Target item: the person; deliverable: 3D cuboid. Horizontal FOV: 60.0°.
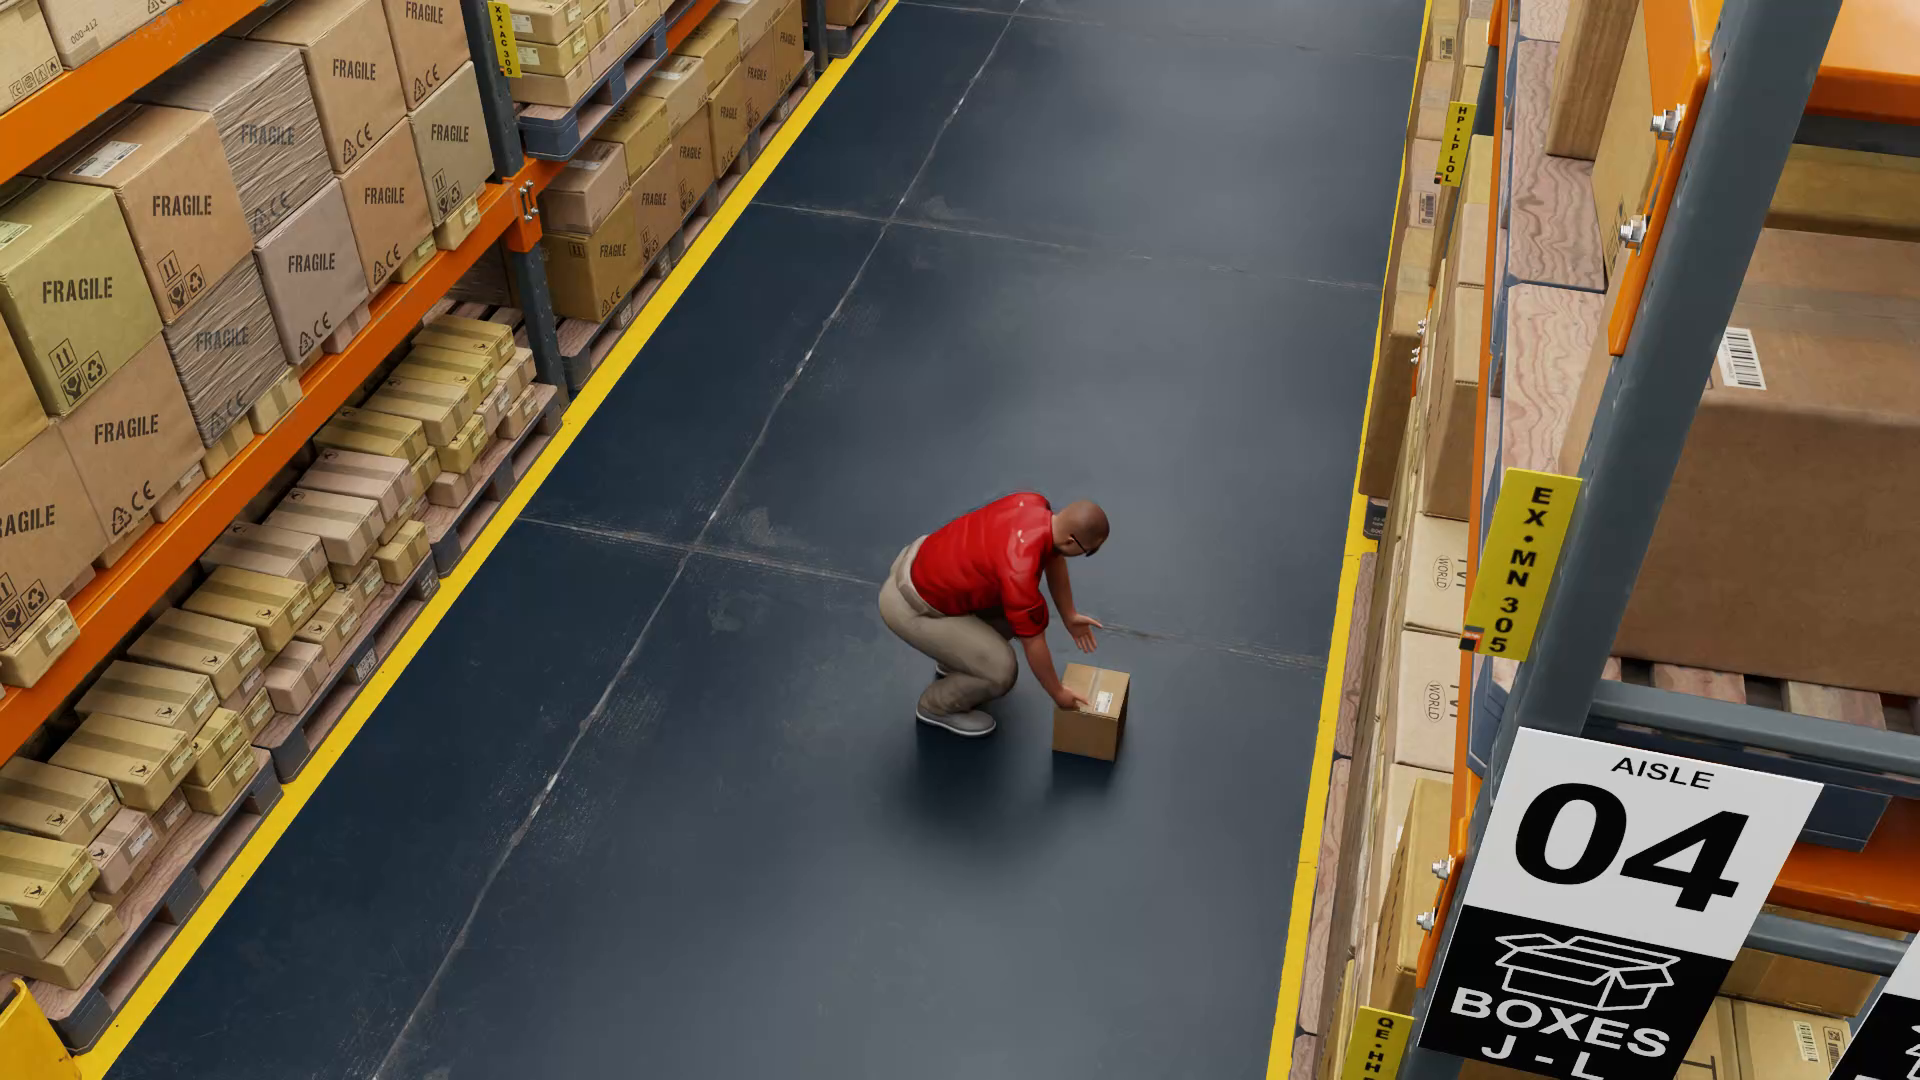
[{"bbox_3d":[0.135,0.239,6.408,0.855,1.060,0.568,10,42,11],"label":"person"}]
